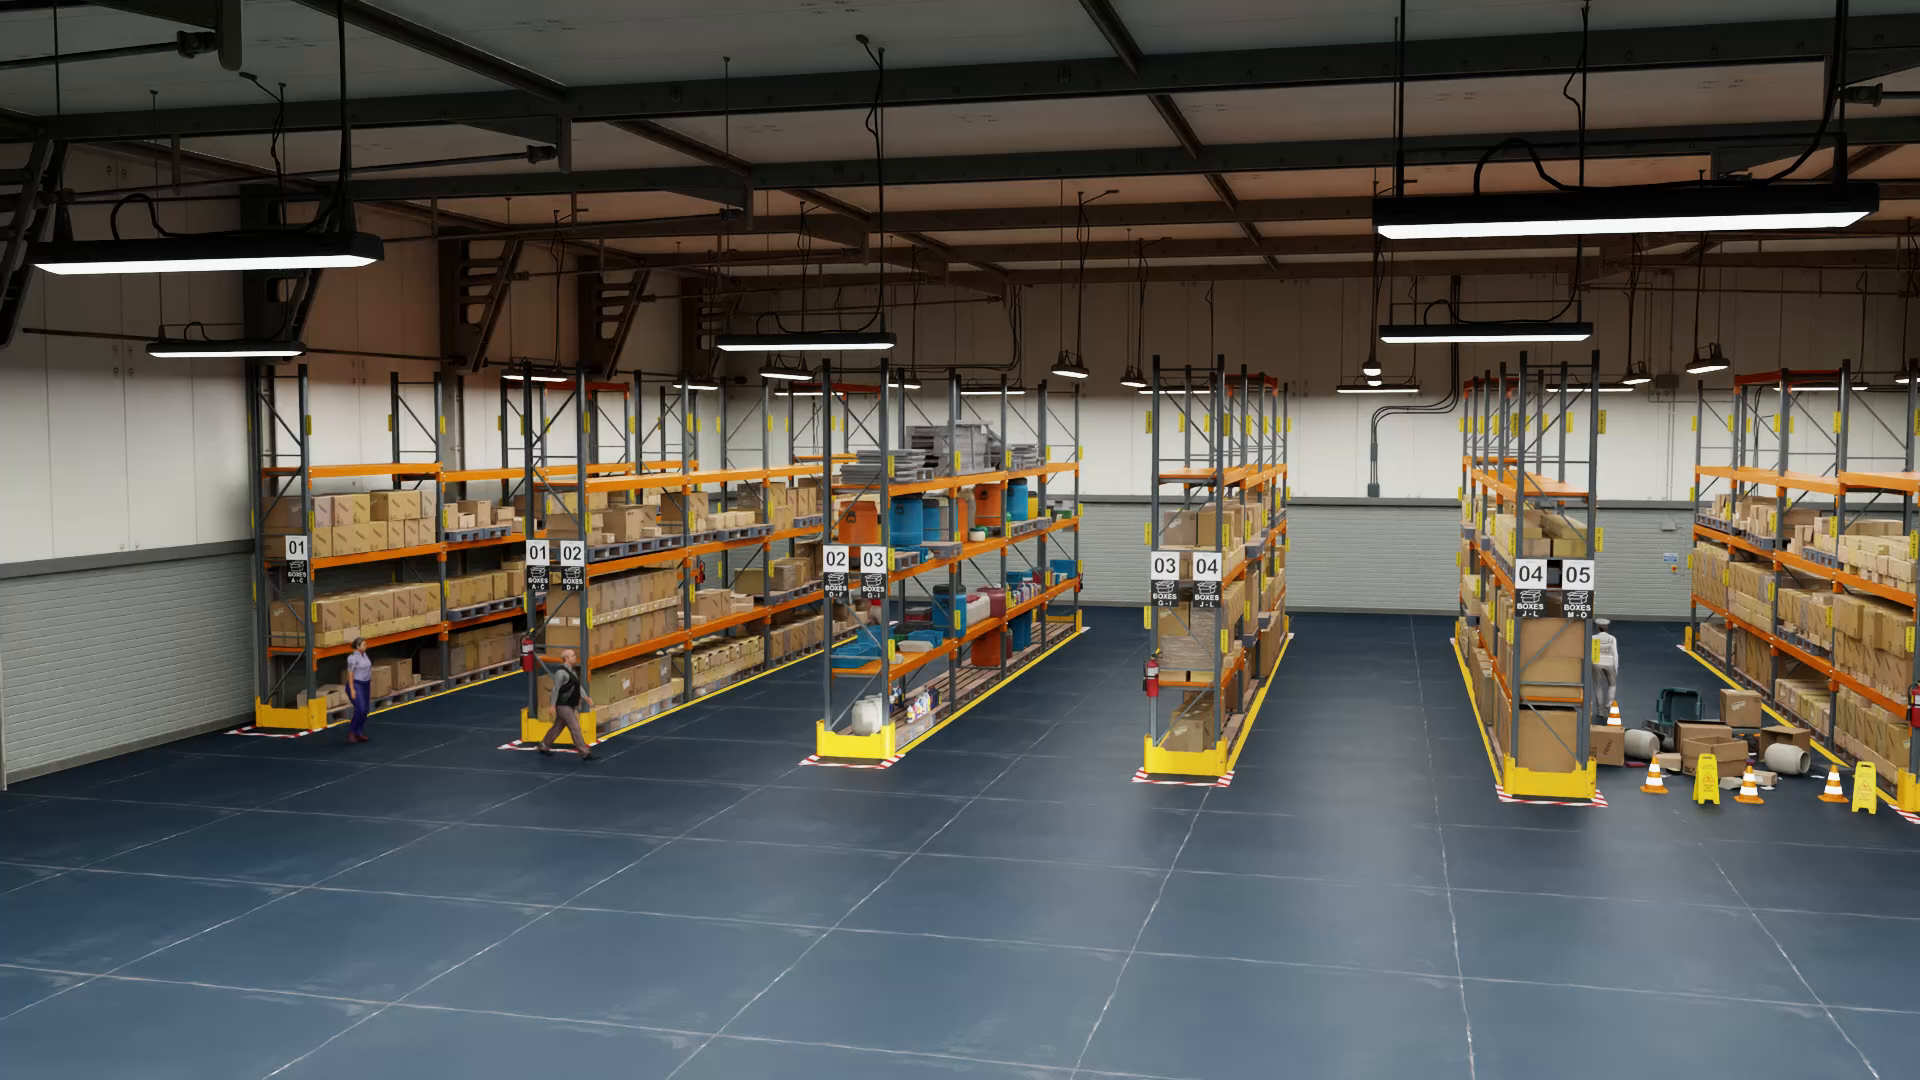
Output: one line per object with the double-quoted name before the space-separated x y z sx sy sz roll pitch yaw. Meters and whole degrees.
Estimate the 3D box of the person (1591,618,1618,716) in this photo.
"person" 11.057 2.199 28.585 0.521 1.673 0.479 1 4 15

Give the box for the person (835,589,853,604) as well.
"person" -3.070 1.130 43.965 0.780 1.768 0.776 1 4 19

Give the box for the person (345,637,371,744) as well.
"person" -9.471 2.375 26.268 0.422 1.656 0.505 1 4 15

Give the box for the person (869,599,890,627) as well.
"person" -1.830 1.627 36.498 0.516 1.726 0.573 -3 5 -38

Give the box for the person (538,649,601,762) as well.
"person" -5.828 2.453 24.726 1.111 1.653 0.596 1 4 18
